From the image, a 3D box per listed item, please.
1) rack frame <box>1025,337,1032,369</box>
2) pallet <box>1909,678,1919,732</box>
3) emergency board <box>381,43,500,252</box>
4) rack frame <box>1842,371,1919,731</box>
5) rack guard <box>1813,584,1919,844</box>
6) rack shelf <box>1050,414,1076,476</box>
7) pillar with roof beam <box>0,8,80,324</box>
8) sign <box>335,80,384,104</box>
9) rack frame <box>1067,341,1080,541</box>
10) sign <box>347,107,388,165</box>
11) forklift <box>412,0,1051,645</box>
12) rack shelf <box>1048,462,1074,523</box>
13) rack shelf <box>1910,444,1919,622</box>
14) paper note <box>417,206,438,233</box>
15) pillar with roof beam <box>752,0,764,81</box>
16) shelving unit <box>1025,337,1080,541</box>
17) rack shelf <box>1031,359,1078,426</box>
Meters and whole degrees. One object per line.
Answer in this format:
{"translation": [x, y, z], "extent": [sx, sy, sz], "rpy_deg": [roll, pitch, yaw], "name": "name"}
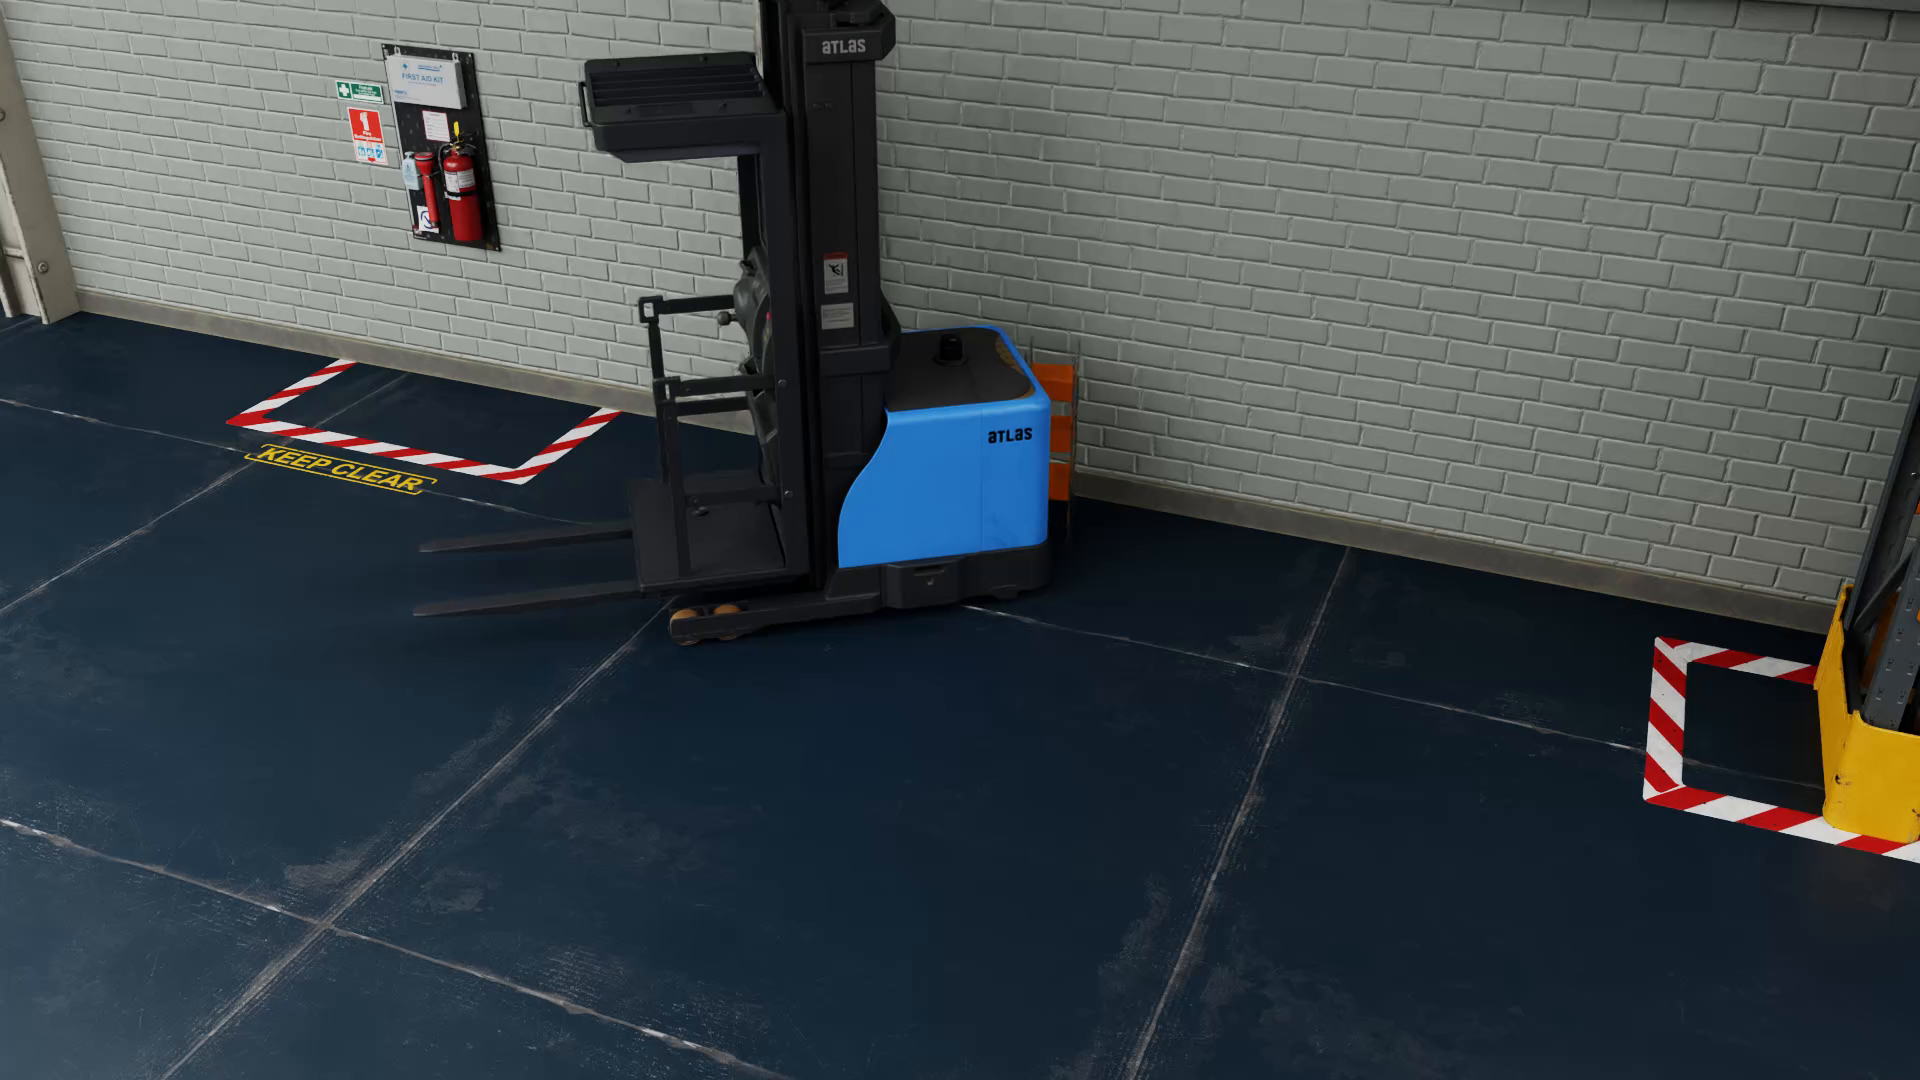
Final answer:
{"translation": [0.346, -0.523, 8.608], "extent": [0.008, 1.050, 0.200], "rpy_deg": [5, 30, 9], "name": "rack frame"}
{"translation": [4.605, 0.995, 6.776], "extent": [1.213, 0.211, 1.003], "rpy_deg": [11, 31, 19], "name": "pallet"}
{"translation": [-3.067, -2.249, 9.681], "extent": [0.643, 1.169, 0.194], "rpy_deg": [11, 31, 19], "name": "emergency board"}
{"translation": [3.795, -0.400, 6.409], "extent": [0.127, 3.000, 1.000], "rpy_deg": [11, 31, 19], "name": "rack frame"}
{"translation": [3.865, 0.703, 6.999], "extent": [0.348, 0.500, 1.175], "rpy_deg": [11, 31, 19], "name": "rack guard"}
{"translation": [0.466, -0.502, 8.593], "extent": [0.240, 0.259, 0.215], "rpy_deg": [5, 30, 9], "name": "rack shelf"}
{"translation": [-7.969, -3.533, 5.856], "extent": [0.400, 9.000, 9.100], "rpy_deg": [11, 31, 19], "name": "pillar with roof beam"}
{"translation": [-3.539, -2.640, 9.797], "extent": [0.331, 0.109, 0.001], "rpy_deg": [11, 31, 19], "name": "sign"}
{"translation": [0.586, -0.501, 8.569], "extent": [0.008, 1.050, 0.200], "rpy_deg": [5, 30, 9], "name": "rack frame"}
{"translation": [-3.540, -2.414, 9.936], "extent": [0.234, 0.329, 0.001], "rpy_deg": [11, 31, 19], "name": "sign"}
{"translation": [-1.131, -1.065, 7.655], "extent": [3.031, 2.935, 1.130], "rpy_deg": [-7, 30, -11], "name": "forklift"}
{"translation": [0.466, -0.260, 8.730], "extent": [0.240, 0.259, 0.215], "rpy_deg": [5, 30, 9], "name": "rack shelf"}
{"translation": [5.648, 0.283, 5.931], "extent": [4.000, 0.370, 1.077], "rpy_deg": [11, 31, 19], "name": "rack shelf"}
{"translation": [-3.205, -1.930, 10.011], "extent": [0.142, 0.148, 0.016], "rpy_deg": [11, 31, 19], "name": "paper note"}
{"translation": [-2.410, -2.423, 3.892], "extent": [0.400, 9.000, 9.100], "rpy_deg": [11, 31, 19], "name": "pillar with roof beam"}
{"translation": [0.466, -0.512, 8.588], "extent": [0.252, 1.050, 0.215], "rpy_deg": [5, 30, 9], "name": "shelving unit"}
{"translation": [0.466, -0.749, 8.454], "extent": [0.240, 0.259, 0.215], "rpy_deg": [5, 30, 9], "name": "rack shelf"}
